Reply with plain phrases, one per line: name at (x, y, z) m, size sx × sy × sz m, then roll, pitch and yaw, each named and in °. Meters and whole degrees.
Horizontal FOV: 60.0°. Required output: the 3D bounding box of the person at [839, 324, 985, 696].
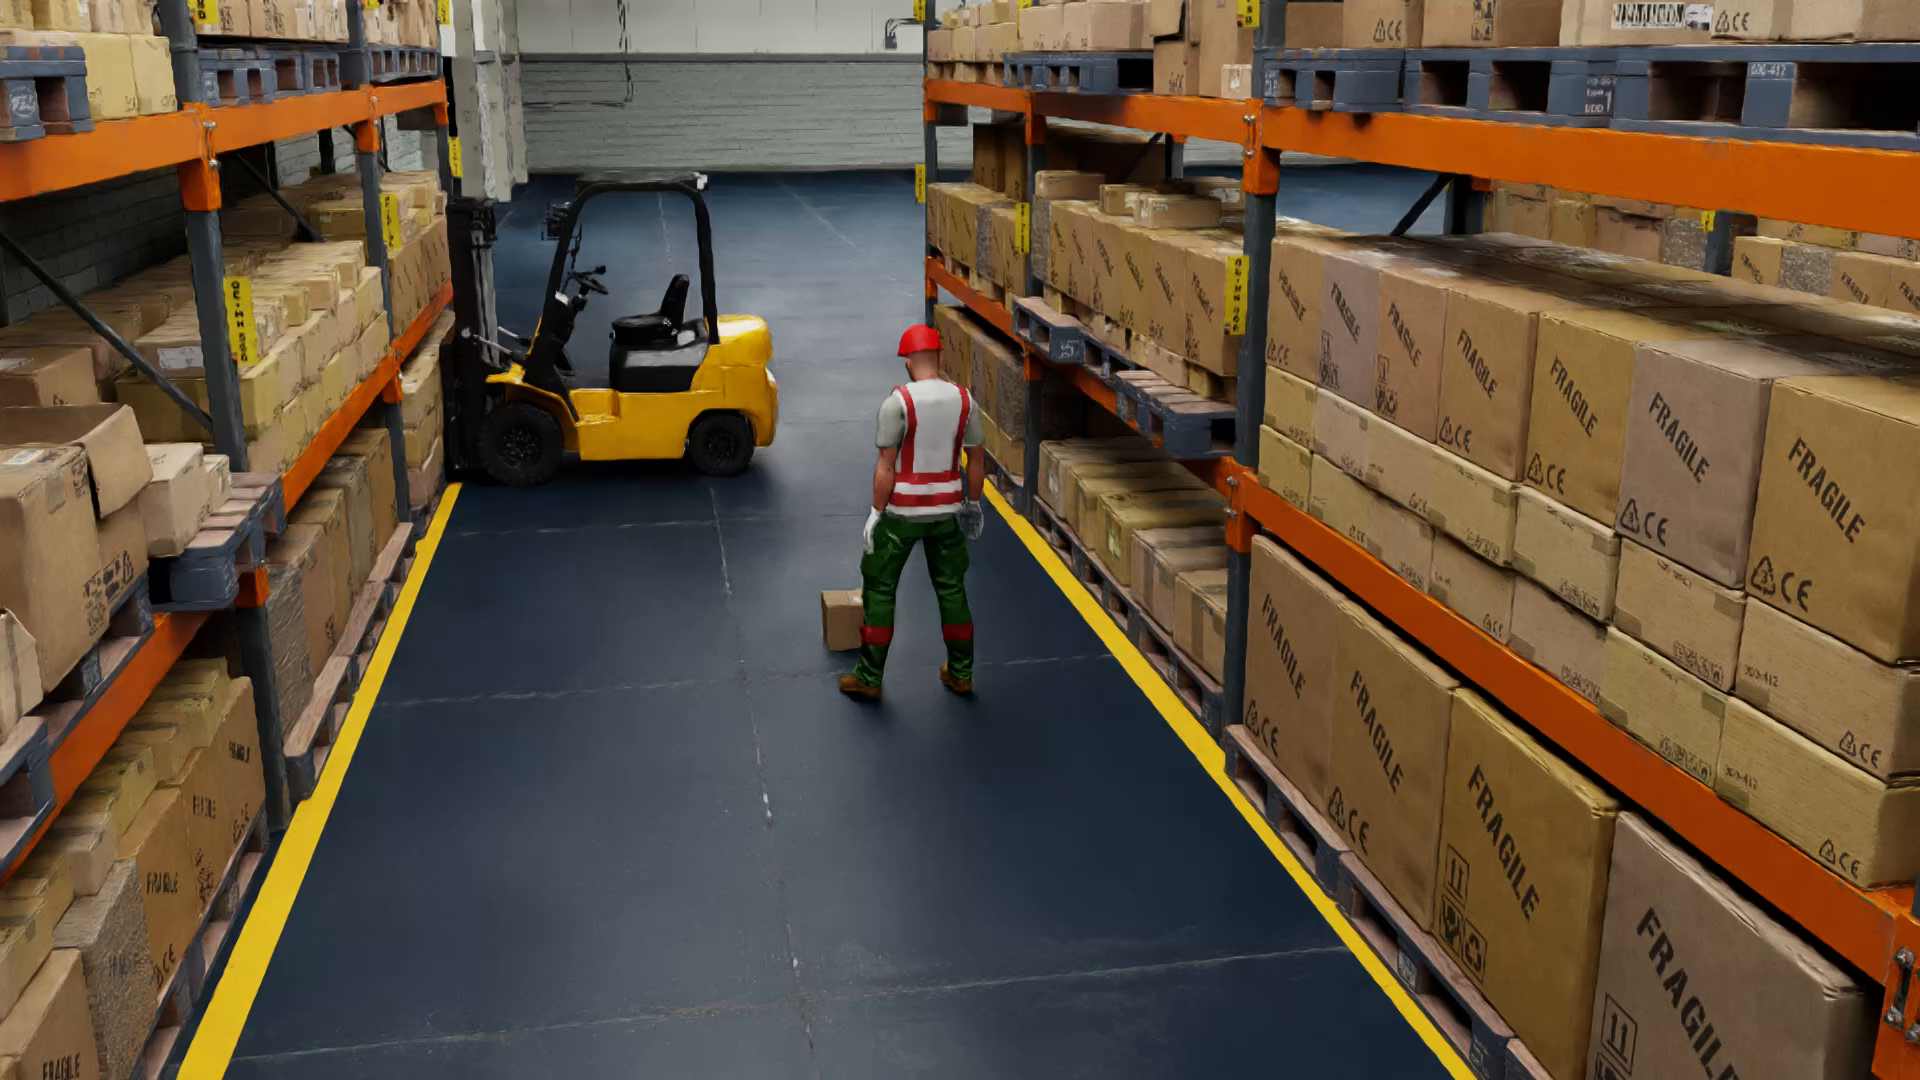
person at (-0.220, -0.133, 7.874) m, size 0.673 × 1.780 × 0.438 m, roll -8°, pitch 18°, yaw -27°
